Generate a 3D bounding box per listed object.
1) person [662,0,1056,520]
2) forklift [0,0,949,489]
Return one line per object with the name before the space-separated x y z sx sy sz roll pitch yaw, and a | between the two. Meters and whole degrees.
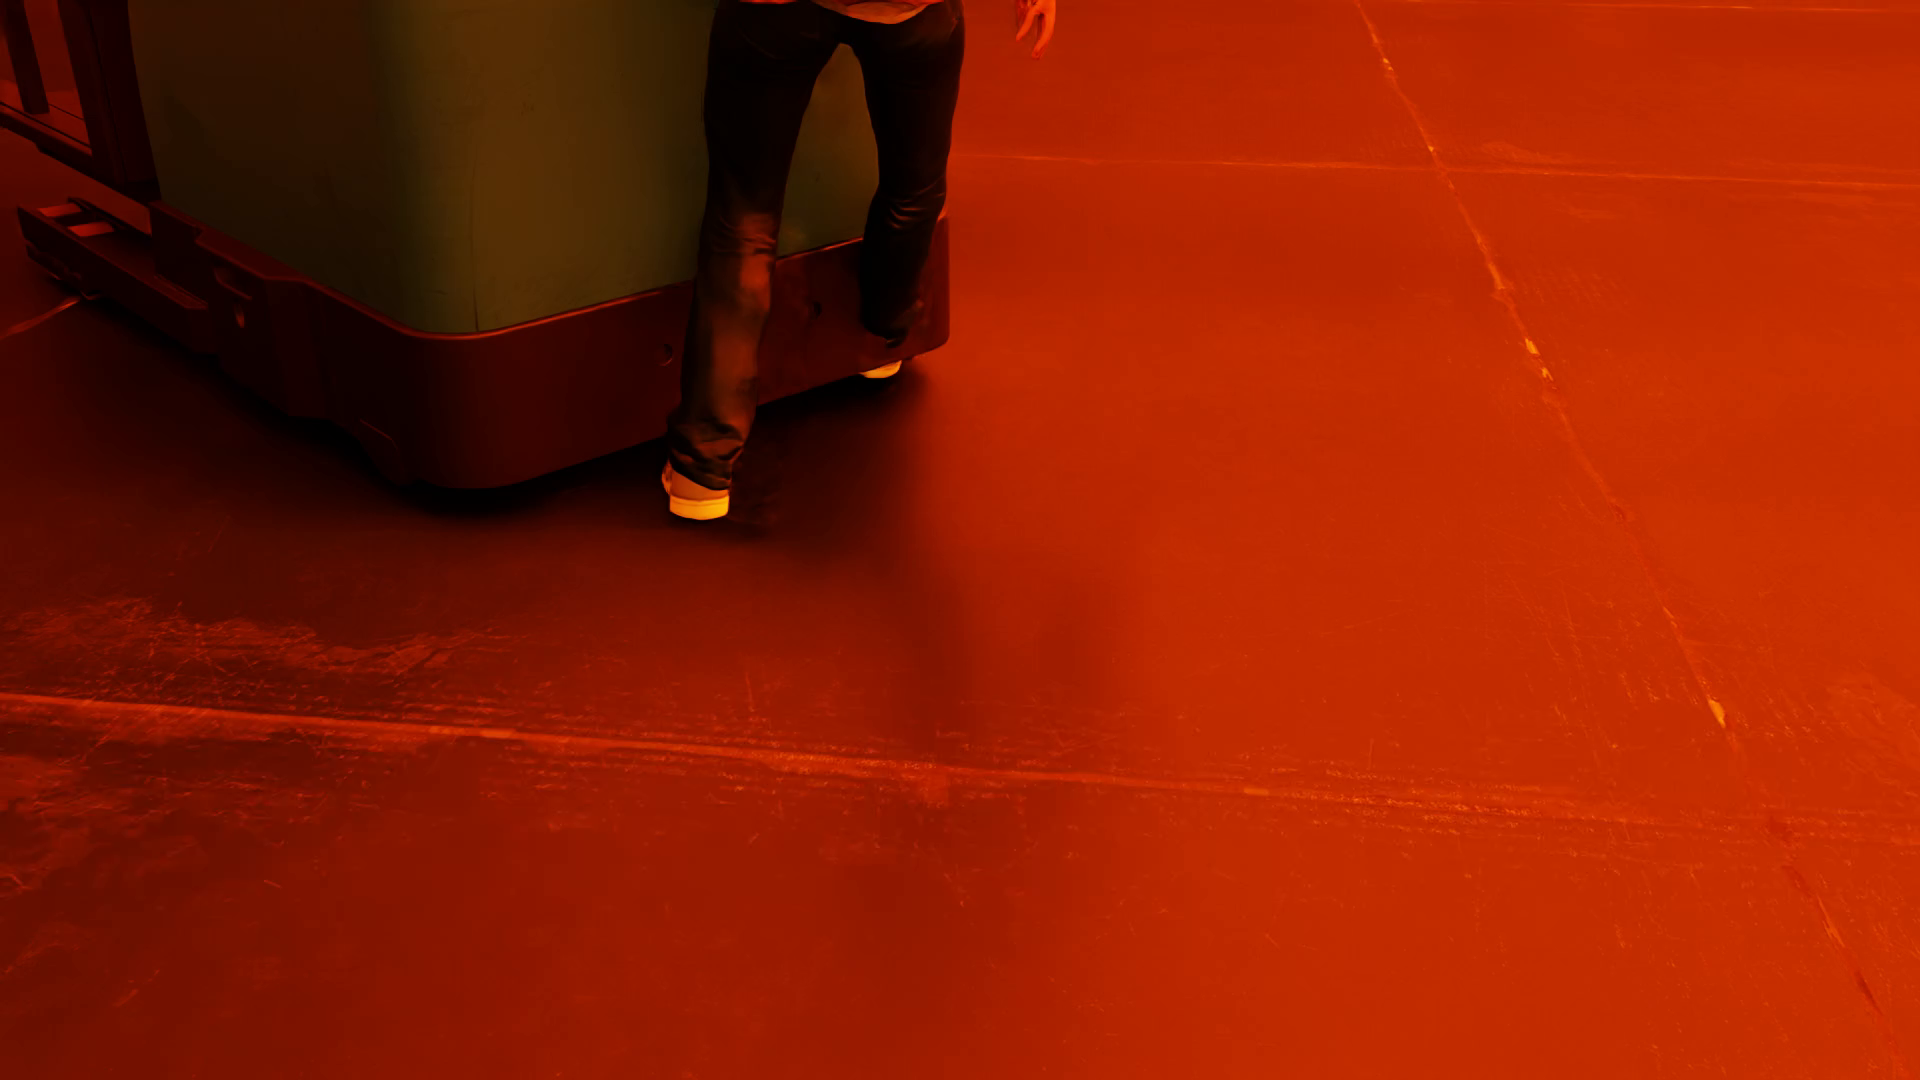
person | -0.191 -0.862 2.548 0.642 1.512 0.828 -2 27 -4
forklift | -1.398 -1.954 3.133 1.130 2.935 3.031 -23 34 -38
